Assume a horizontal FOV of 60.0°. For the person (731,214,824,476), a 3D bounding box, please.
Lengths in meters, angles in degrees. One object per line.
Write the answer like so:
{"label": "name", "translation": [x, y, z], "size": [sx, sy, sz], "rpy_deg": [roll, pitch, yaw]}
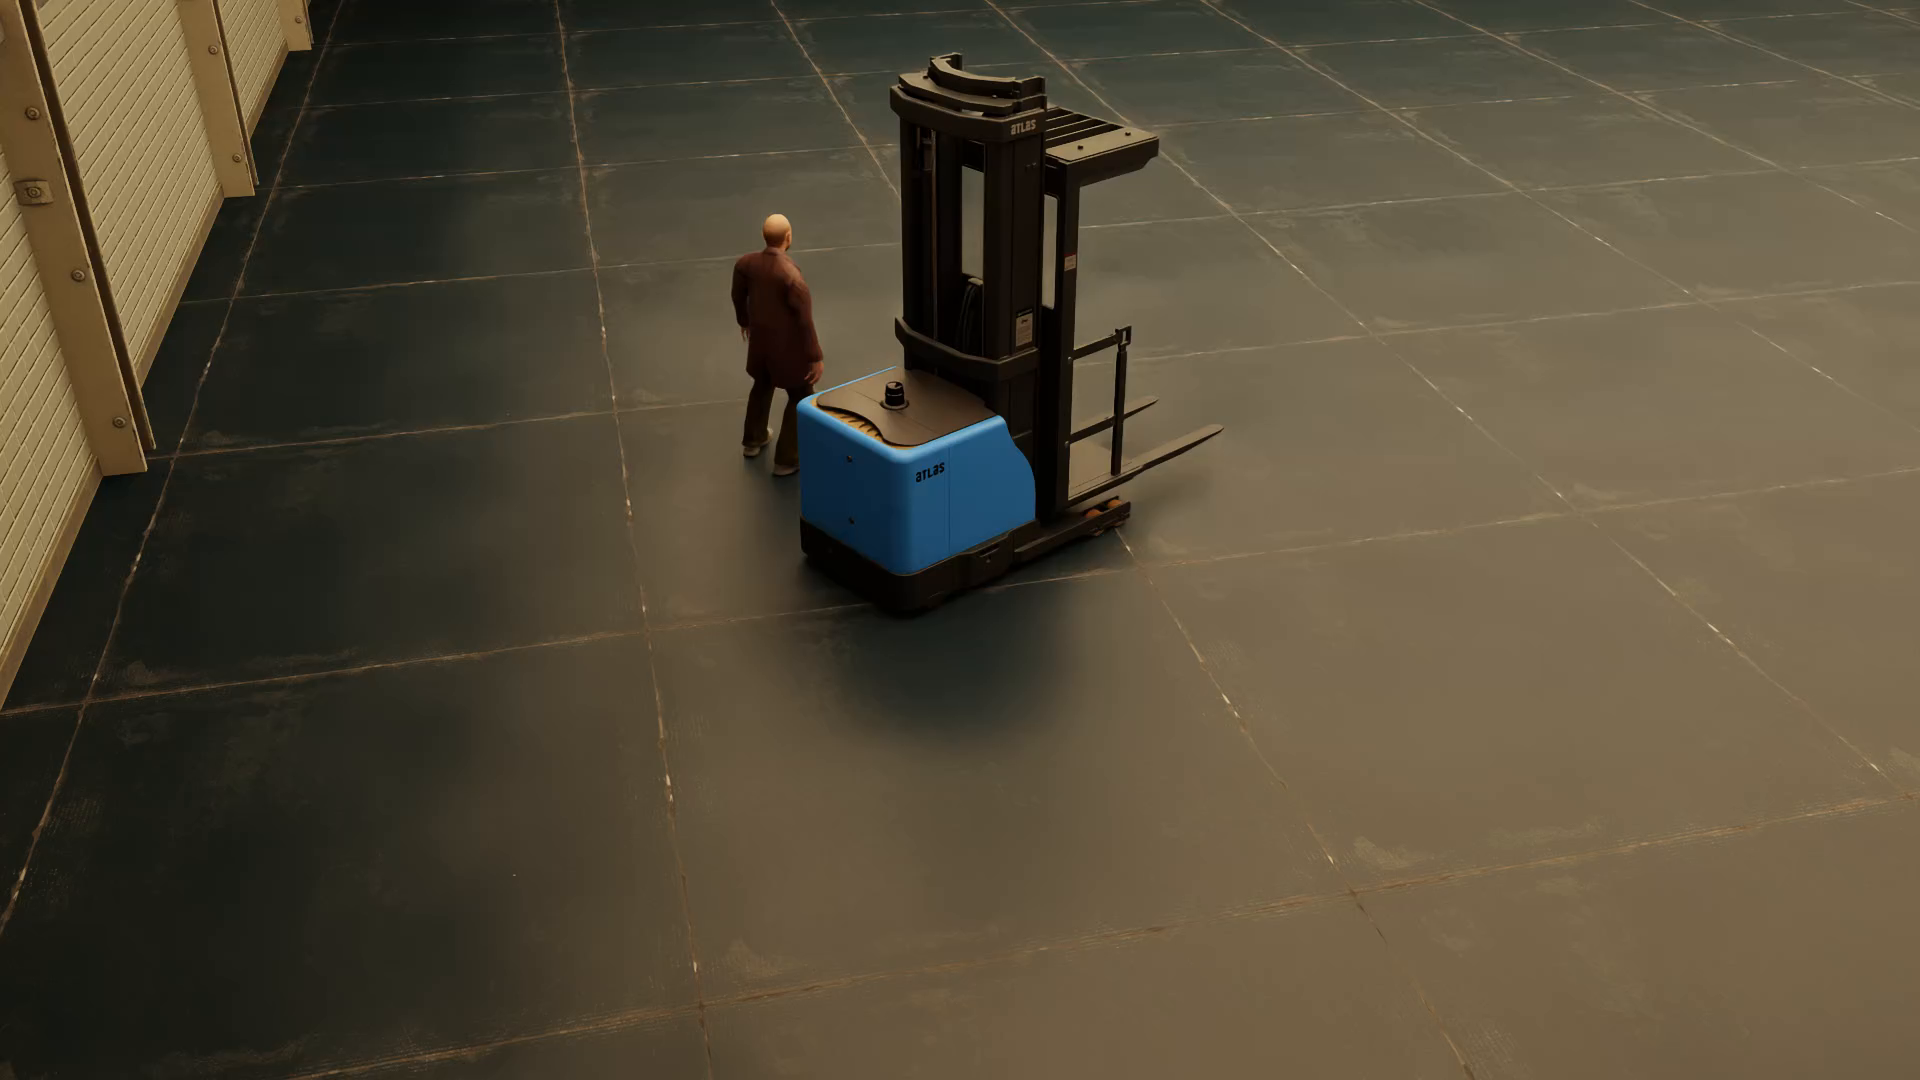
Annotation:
{"label": "person", "translation": [-1.183, -1.305, 11.007], "size": [0.817, 1.753, 0.450], "rpy_deg": [20, 36, 31]}

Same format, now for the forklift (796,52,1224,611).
{"label": "forklift", "translation": [0.457, -1.471, 10.116], "size": [3.031, 2.935, 1.130], "rpy_deg": [-24, 38, -35]}
